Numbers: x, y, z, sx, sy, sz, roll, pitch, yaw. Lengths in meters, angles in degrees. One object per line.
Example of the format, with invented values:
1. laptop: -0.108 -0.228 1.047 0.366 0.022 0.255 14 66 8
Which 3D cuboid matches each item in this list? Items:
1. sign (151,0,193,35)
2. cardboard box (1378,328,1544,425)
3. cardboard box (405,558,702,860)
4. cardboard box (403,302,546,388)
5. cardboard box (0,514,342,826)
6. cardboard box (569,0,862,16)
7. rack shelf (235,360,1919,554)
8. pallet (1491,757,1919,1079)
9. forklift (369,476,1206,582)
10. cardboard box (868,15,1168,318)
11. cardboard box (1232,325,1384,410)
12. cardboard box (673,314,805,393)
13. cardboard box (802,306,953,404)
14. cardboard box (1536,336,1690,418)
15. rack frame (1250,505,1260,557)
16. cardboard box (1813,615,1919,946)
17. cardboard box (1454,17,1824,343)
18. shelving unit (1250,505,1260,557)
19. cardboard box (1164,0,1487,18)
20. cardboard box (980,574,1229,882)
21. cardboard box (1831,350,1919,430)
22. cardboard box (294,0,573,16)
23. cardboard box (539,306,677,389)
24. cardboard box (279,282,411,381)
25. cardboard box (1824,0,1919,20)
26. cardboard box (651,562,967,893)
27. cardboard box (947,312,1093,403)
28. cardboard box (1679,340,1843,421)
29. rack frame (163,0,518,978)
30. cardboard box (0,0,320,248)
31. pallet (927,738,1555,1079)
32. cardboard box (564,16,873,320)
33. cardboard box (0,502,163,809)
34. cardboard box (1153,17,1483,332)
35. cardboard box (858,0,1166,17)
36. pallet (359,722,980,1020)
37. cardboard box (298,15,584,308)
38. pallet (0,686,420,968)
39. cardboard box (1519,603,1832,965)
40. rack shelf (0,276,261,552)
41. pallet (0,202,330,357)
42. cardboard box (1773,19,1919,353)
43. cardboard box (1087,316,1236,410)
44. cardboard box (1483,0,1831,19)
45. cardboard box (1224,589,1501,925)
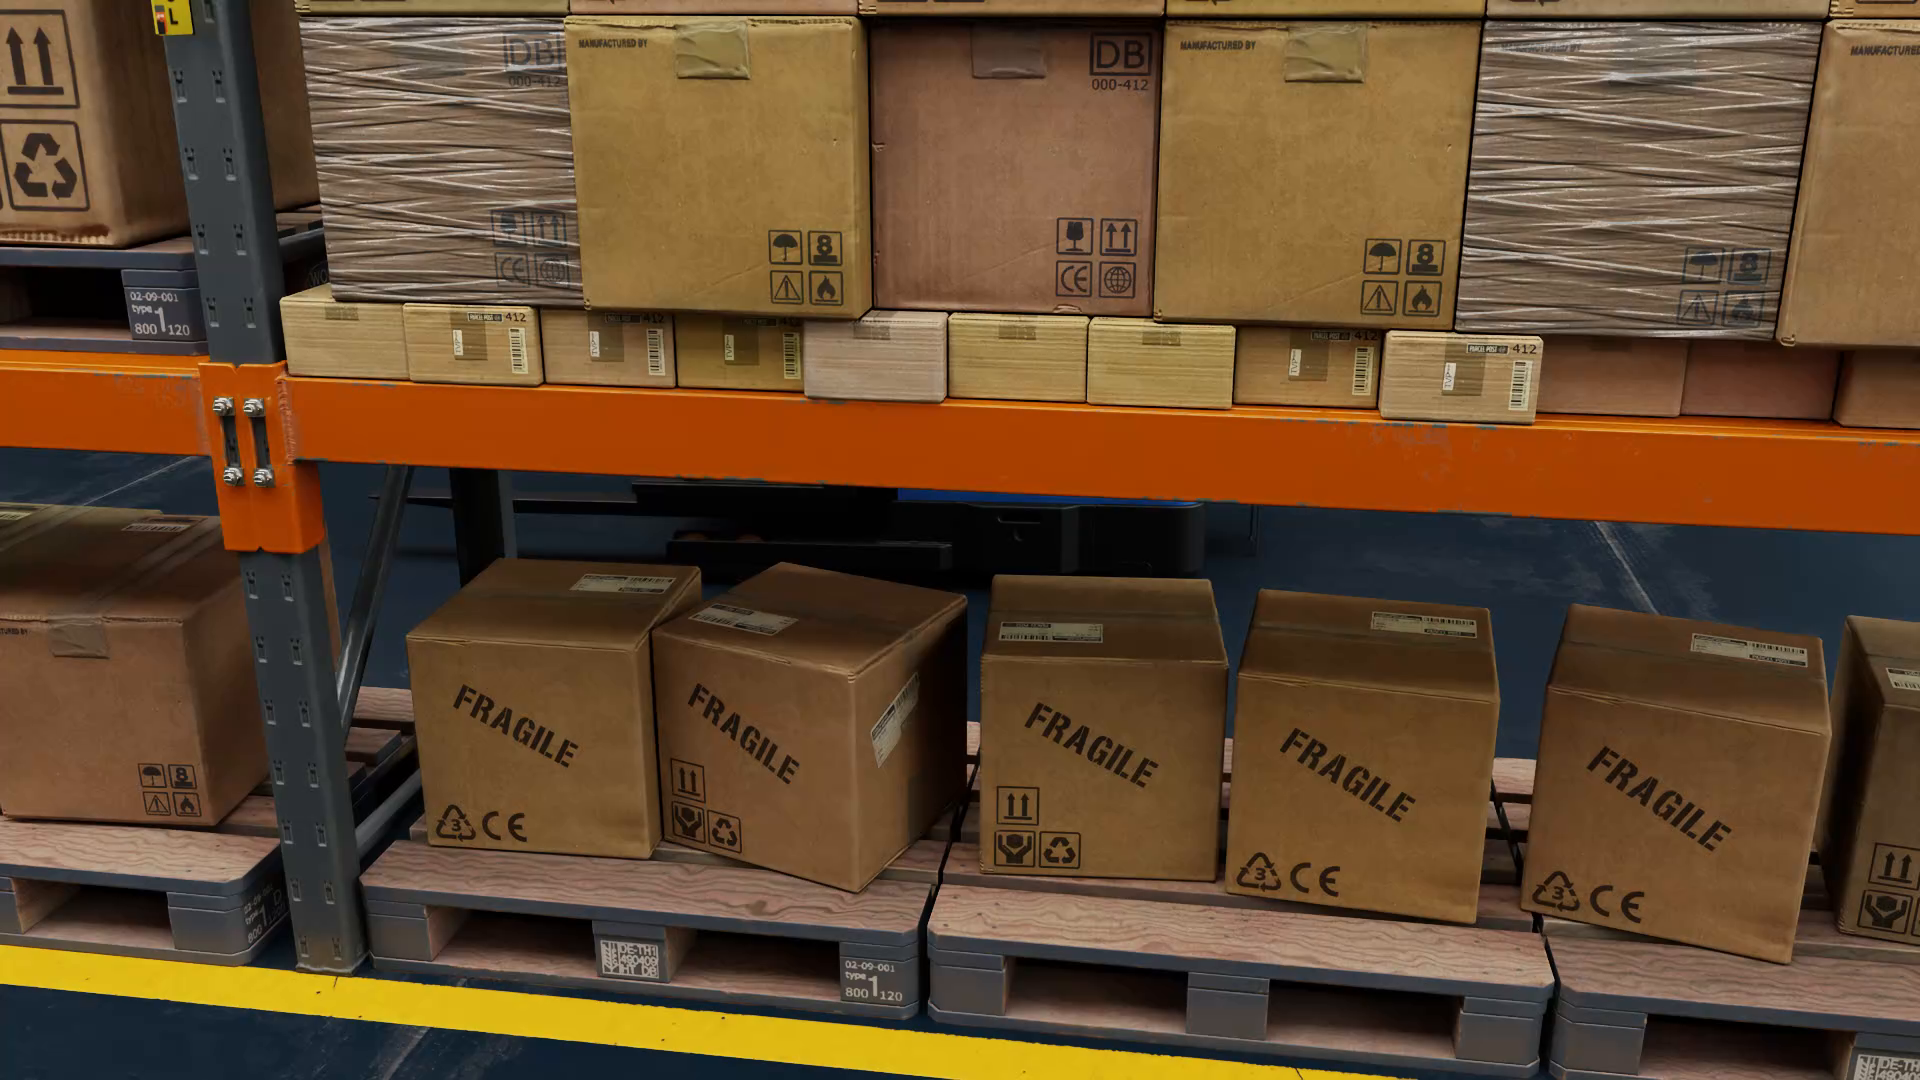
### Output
1. sign: -1.358 -1.028 2.824 0.005 0.325 0.100 3 19 9
2. cardboard box: 0.864 -0.325 2.943 0.250 0.149 0.380 3 19 9
3. cardboard box: -0.884 0.366 3.761 0.500 0.500 0.500 2 19 7
4. cardboard box: -0.864 -0.412 3.204 0.250 0.149 0.380 3 19 9
5. cardboard box: -1.876 0.286 3.968 0.500 0.500 0.700 1 19 4
6. cardboard box: -0.375 -1.189 2.927 0.500 0.500 0.500 3 19 9
7. rack shelf: 0.702 -0.211 3.342 4.000 0.370 1.077 3 19 9
8. pallet: 1.805 0.815 3.536 1.213 0.211 1.003 3 19 9
9. forklift: -0.627 -1.406 5.885 3.031 2.935 1.130 1 19 4
10. cardboard box: 0.159 -0.770 3.251 0.500 0.500 0.875 3 19 9
11. cardboard box: 0.629 -0.359 3.046 0.250 0.149 0.380 3 19 9
12. cardboard box: -0.364 -0.399 3.164 0.250 0.149 0.380 3 19 9
13. cardboard box: -0.124 -0.373 3.088 0.250 0.149 0.380 3 19 9
14. cardboard box: 1.125 -0.340 2.989 0.250 0.149 0.380 3 19 9
15. rack frame: 1.099 -0.401 6.084 0.006 0.900 0.240 1 19 4
16. cardboard box: 2.062 0.498 3.366 0.500 0.500 0.500 7 20 19
17. cardboard box: 1.138 -0.703 3.050 0.500 0.500 0.875 3 19 9
18. shelving unit: 0.997 -0.404 6.092 0.210 0.900 0.258 1 19 4
19. cardboard box: 0.614 -1.142 2.786 0.500 0.500 0.500 3 19 9
20. cardboard box: 0.308 0.399 3.662 0.500 0.500 0.500 1 19 4
21. cardboard box: 1.616 -0.309 2.896 0.250 0.149 0.380 3 19 9
22. cardboard box: -0.869 -1.214 3.001 0.500 0.500 0.500 3 19 9
23. cardboard box: -0.613 -0.409 3.193 0.250 0.149 0.380 3 19 9
24. cardboard box: -1.109 -0.429 3.254 0.250 0.149 0.380 3 19 9
25. cardboard box: 1.599 -1.088 2.626 0.500 0.500 0.500 3 19 9
26. cardboard box: -0.318 0.392 3.682 0.500 0.500 0.500 9 21 26
27. cardboard box: 0.130 -0.374 3.089 0.250 0.149 0.380 3 19 9
28. cardboard box: 1.376 -0.335 2.972 0.250 0.149 0.380 3 19 9
29. rack frame: -1.273 -0.653 3.528 0.127 3.000 1.000 3 19 9
30. cardboard box: -2.035 -1.221 3.617 1.000 1.000 1.000 3 19 9
31. pallet: 0.604 0.752 3.722 1.213 0.211 1.003 3 19 9
32. cardboard box: -0.351 -0.764 3.231 0.500 0.500 0.875 3 19 9
33. cardboard box: -2.344 0.256 4.057 0.500 0.500 0.700 3 19 8
34. cardboard box: 0.646 -0.732 3.137 0.500 0.500 0.875 3 19 9
35. cardboard box: 0.118 -1.164 2.851 0.500 0.500 0.500 3 19 9
36. pallet: -0.604 0.692 3.903 1.213 0.211 1.003 3 19 9
37. cardboard box: -0.839 -0.800 3.340 0.500 0.500 0.875 3 19 9
38. pallet: -2.042 0.630 4.086 1.213 0.211 1.003 3 19 9
39. cardboard box: 1.467 0.478 3.424 0.500 0.500 0.500 8 20 23
40. rack shelf: -3.248 -0.413 3.943 4.000 0.370 1.077 3 19 9
41. pallet: -2.005 -0.646 3.810 1.213 0.211 1.003 3 19 9
42. cardboard box: 1.625 -0.664 2.935 0.500 0.500 0.875 3 19 9
43. cardboard box: 0.375 -0.358 3.041 0.250 0.149 0.380 3 19 9
44. cardboard box: 1.106 -1.114 2.704 0.500 0.500 0.500 3 19 9
45. cardboard box: 0.852 0.441 3.536 0.500 0.500 0.500 5 19 14
